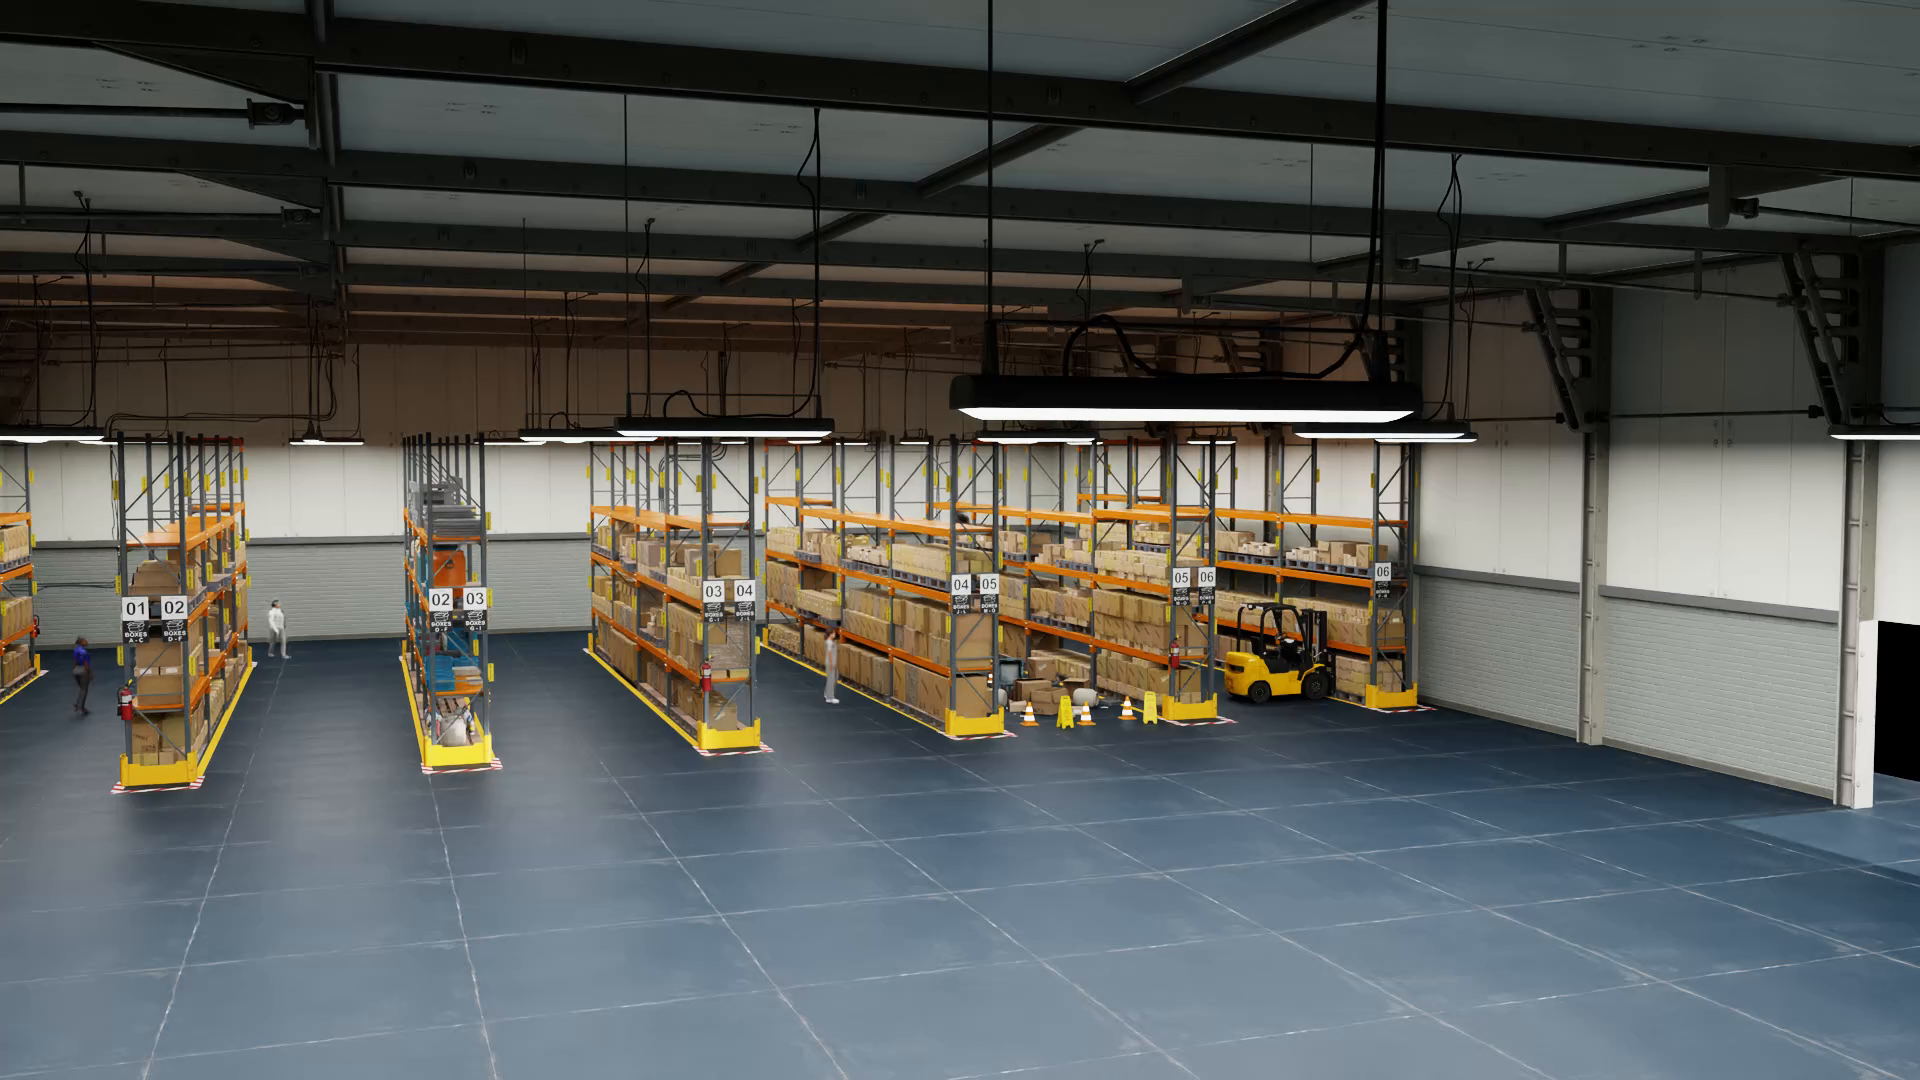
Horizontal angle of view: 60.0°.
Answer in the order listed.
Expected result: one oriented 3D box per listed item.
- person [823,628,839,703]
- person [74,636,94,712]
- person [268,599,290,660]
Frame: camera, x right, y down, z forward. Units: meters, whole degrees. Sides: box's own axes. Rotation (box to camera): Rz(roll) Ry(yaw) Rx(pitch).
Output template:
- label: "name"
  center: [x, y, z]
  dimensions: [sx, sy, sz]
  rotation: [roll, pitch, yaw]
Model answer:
- label: "person"
  center: [-2.903, 2.833, 37.454]
  dimensions: [0.357, 1.713, 0.491]
  rotation: [0, 3, -7]
- label: "person"
  center: [-18.949, 2.898, 35.968]
  dimensions: [0.475, 1.678, 0.433]
  rotation: [1, 3, 18]
- label: "person"
  center: [-18.484, 2.406, 44.993]
  dimensions: [0.446, 1.641, 0.959]
  rotation: [-3, 4, -44]
